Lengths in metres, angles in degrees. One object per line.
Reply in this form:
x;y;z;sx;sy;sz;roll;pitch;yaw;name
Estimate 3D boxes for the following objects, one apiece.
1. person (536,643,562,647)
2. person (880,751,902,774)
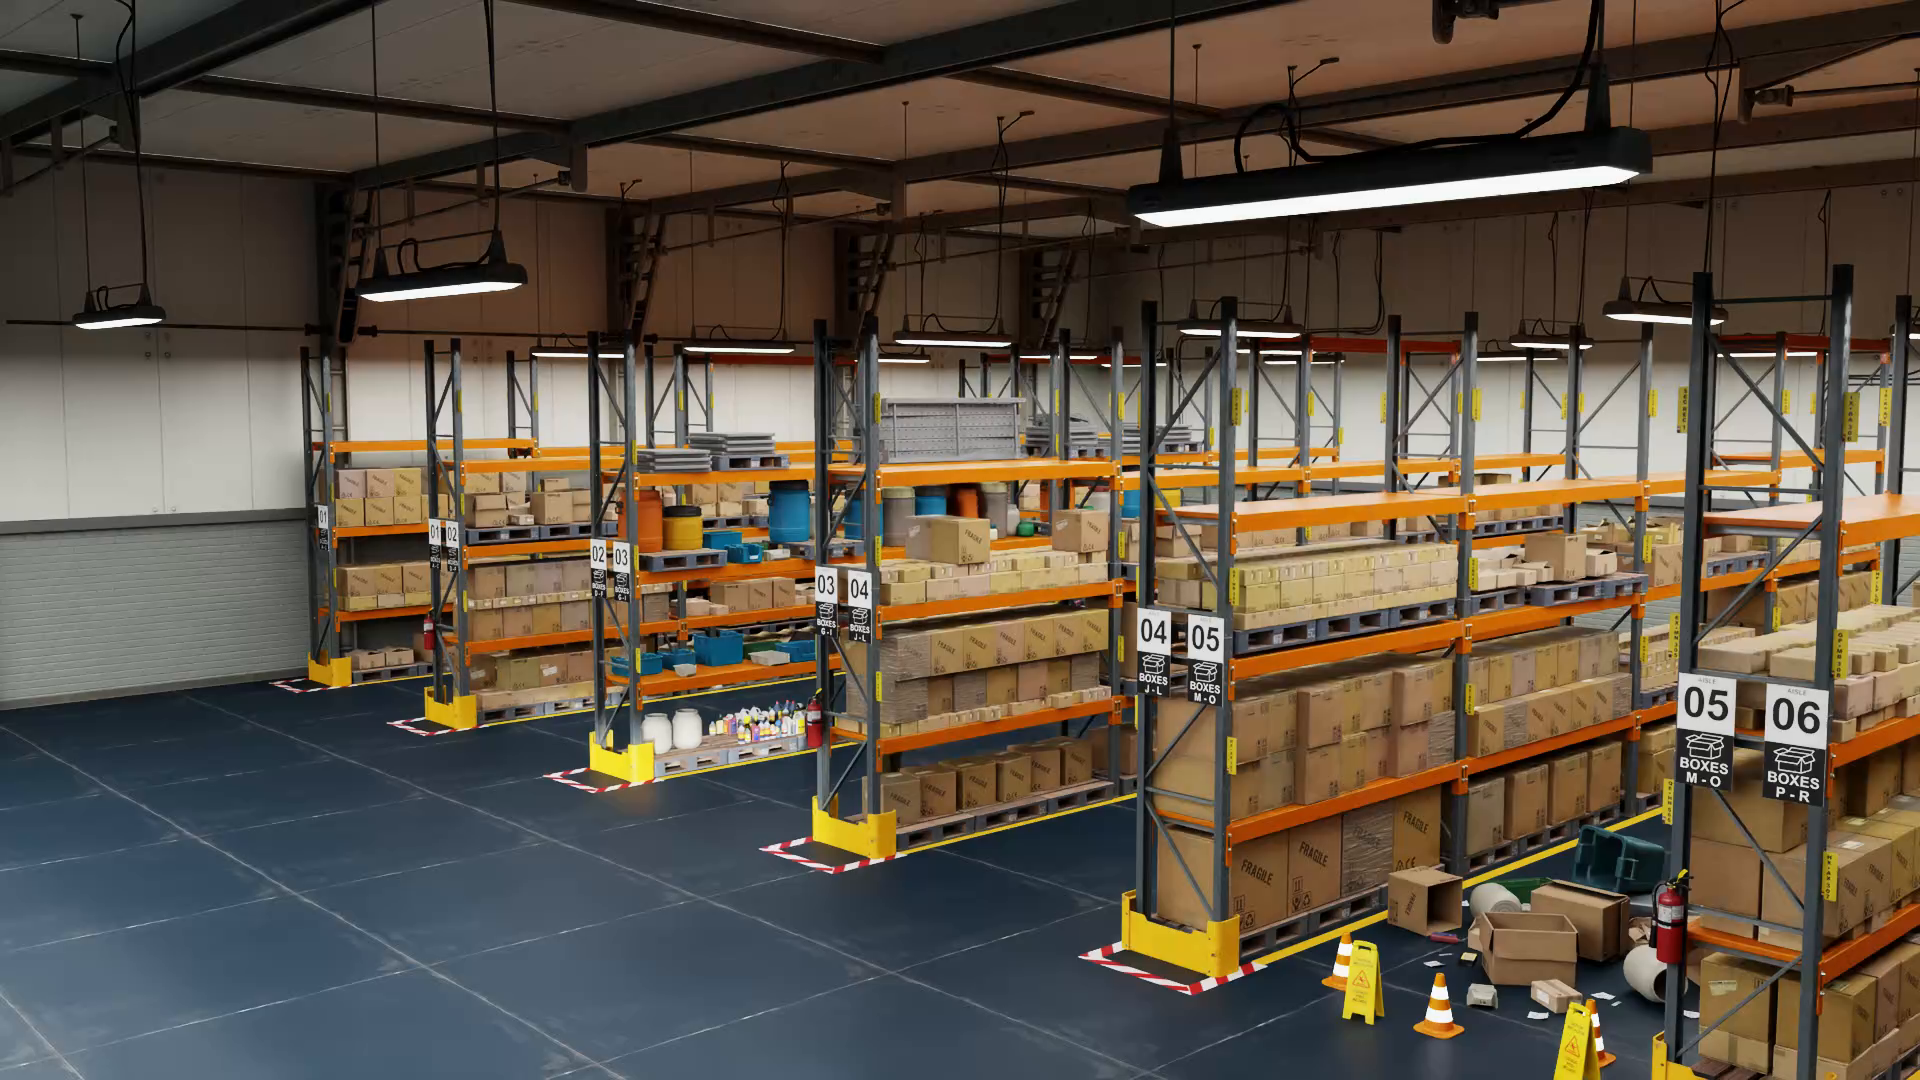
-7.192;1.785;29.034;0.531;1.669;0.402;-3;6;-28;person
-0.946;2.344;22.119;0.401;1.828;0.657;3;6;34;person
